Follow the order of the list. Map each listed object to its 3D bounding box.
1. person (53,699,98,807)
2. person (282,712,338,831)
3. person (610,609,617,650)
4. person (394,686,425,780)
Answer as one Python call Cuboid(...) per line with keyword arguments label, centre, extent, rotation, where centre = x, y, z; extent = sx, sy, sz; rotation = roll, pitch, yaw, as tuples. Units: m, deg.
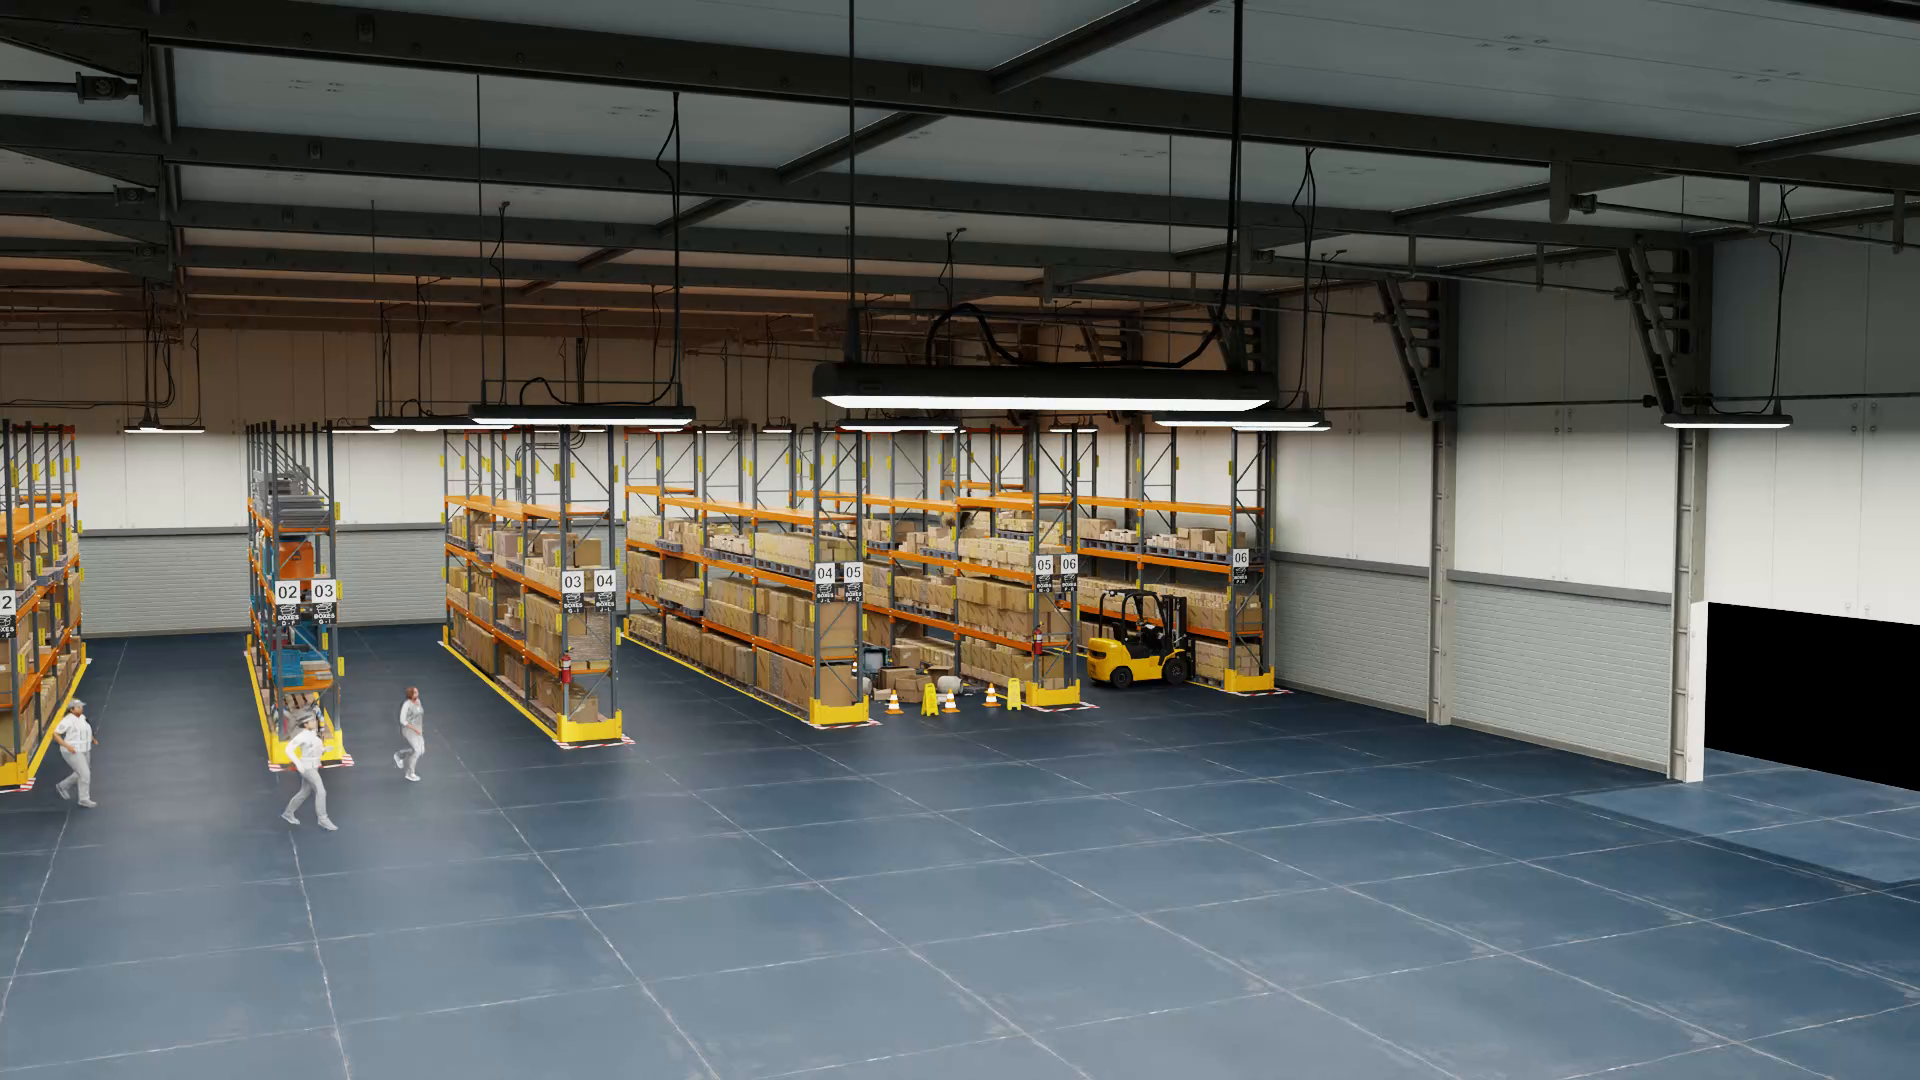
Cuboid(label="person", centre=(-13.716, 3.294, 25.748), extent=(0.731, 1.667, 0.627), rotation=(0, 4, 5))
Cuboid(label="person", centre=(-9.463, 3.356, 24.149), extent=(0.838, 1.728, 0.591), rotation=(0, 4, -4))
Cuboid(label="person", centre=(-9.472, 2.135, 44.526), extent=(0.580, 1.607, 0.681), rotation=(-2, 4, -25))
Cuboid(label="person", centre=(-9.192, 3.217, 27.760), extent=(0.610, 1.573, 0.554), rotation=(1, 4, 15))
